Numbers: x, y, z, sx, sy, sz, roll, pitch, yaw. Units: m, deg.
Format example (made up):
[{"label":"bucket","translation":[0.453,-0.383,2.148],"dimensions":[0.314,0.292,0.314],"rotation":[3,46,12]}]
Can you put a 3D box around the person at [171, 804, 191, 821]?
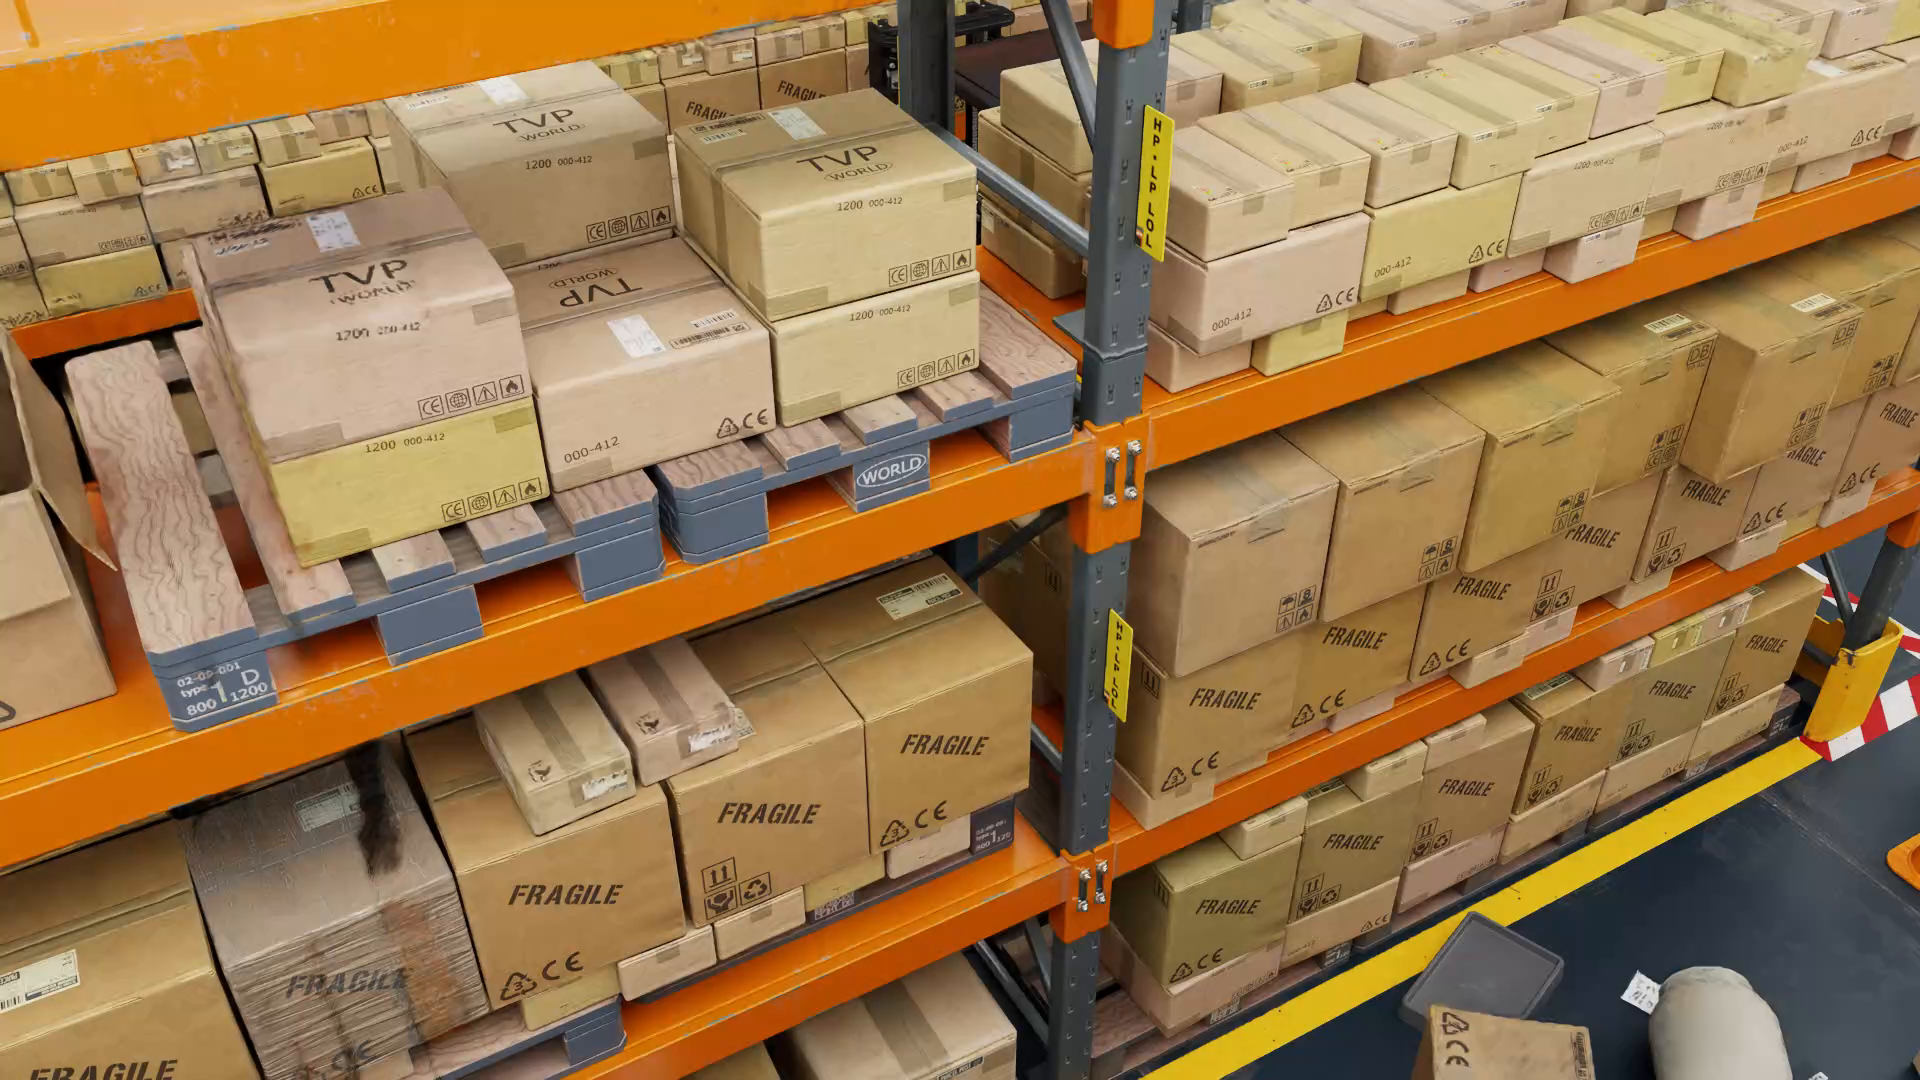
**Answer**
[{"label":"person","translation":[-2.890,0.917,5.712],"dimensions":[0.995,1.575,0.491],"rotation":[-23,43,-27]}]
